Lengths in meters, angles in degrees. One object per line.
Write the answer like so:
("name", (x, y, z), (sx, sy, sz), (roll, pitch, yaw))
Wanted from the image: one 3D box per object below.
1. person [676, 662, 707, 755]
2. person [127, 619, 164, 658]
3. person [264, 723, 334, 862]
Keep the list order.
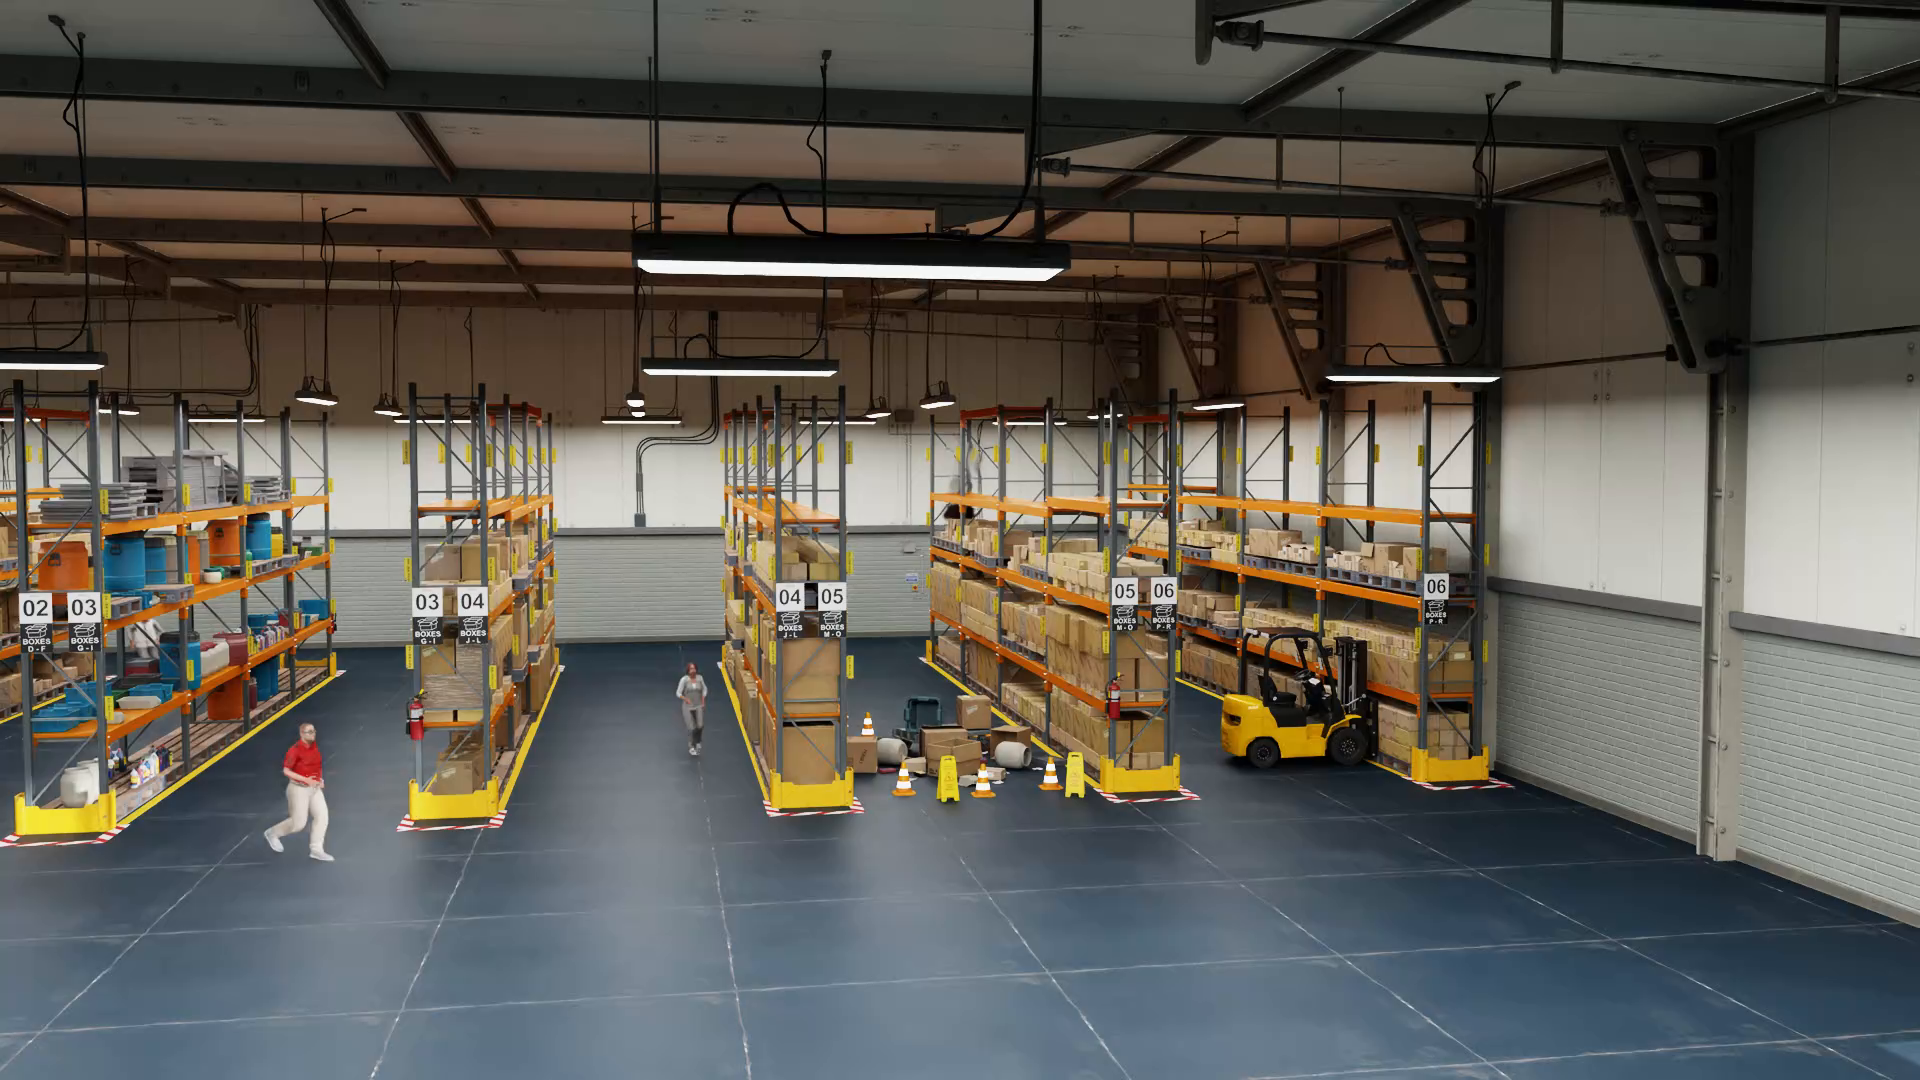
("person", (-4.444, 2.821, 27.652), (0.534, 1.538, 0.576), (-1, 3, -17))
("person", (-17.671, 2.315, 36.104), (0.717, 1.771, 0.666), (-2, 3, -28))
("person", (-8.176, 3.114, 20.594), (0.885, 1.716, 0.654), (1, 3, 17))
